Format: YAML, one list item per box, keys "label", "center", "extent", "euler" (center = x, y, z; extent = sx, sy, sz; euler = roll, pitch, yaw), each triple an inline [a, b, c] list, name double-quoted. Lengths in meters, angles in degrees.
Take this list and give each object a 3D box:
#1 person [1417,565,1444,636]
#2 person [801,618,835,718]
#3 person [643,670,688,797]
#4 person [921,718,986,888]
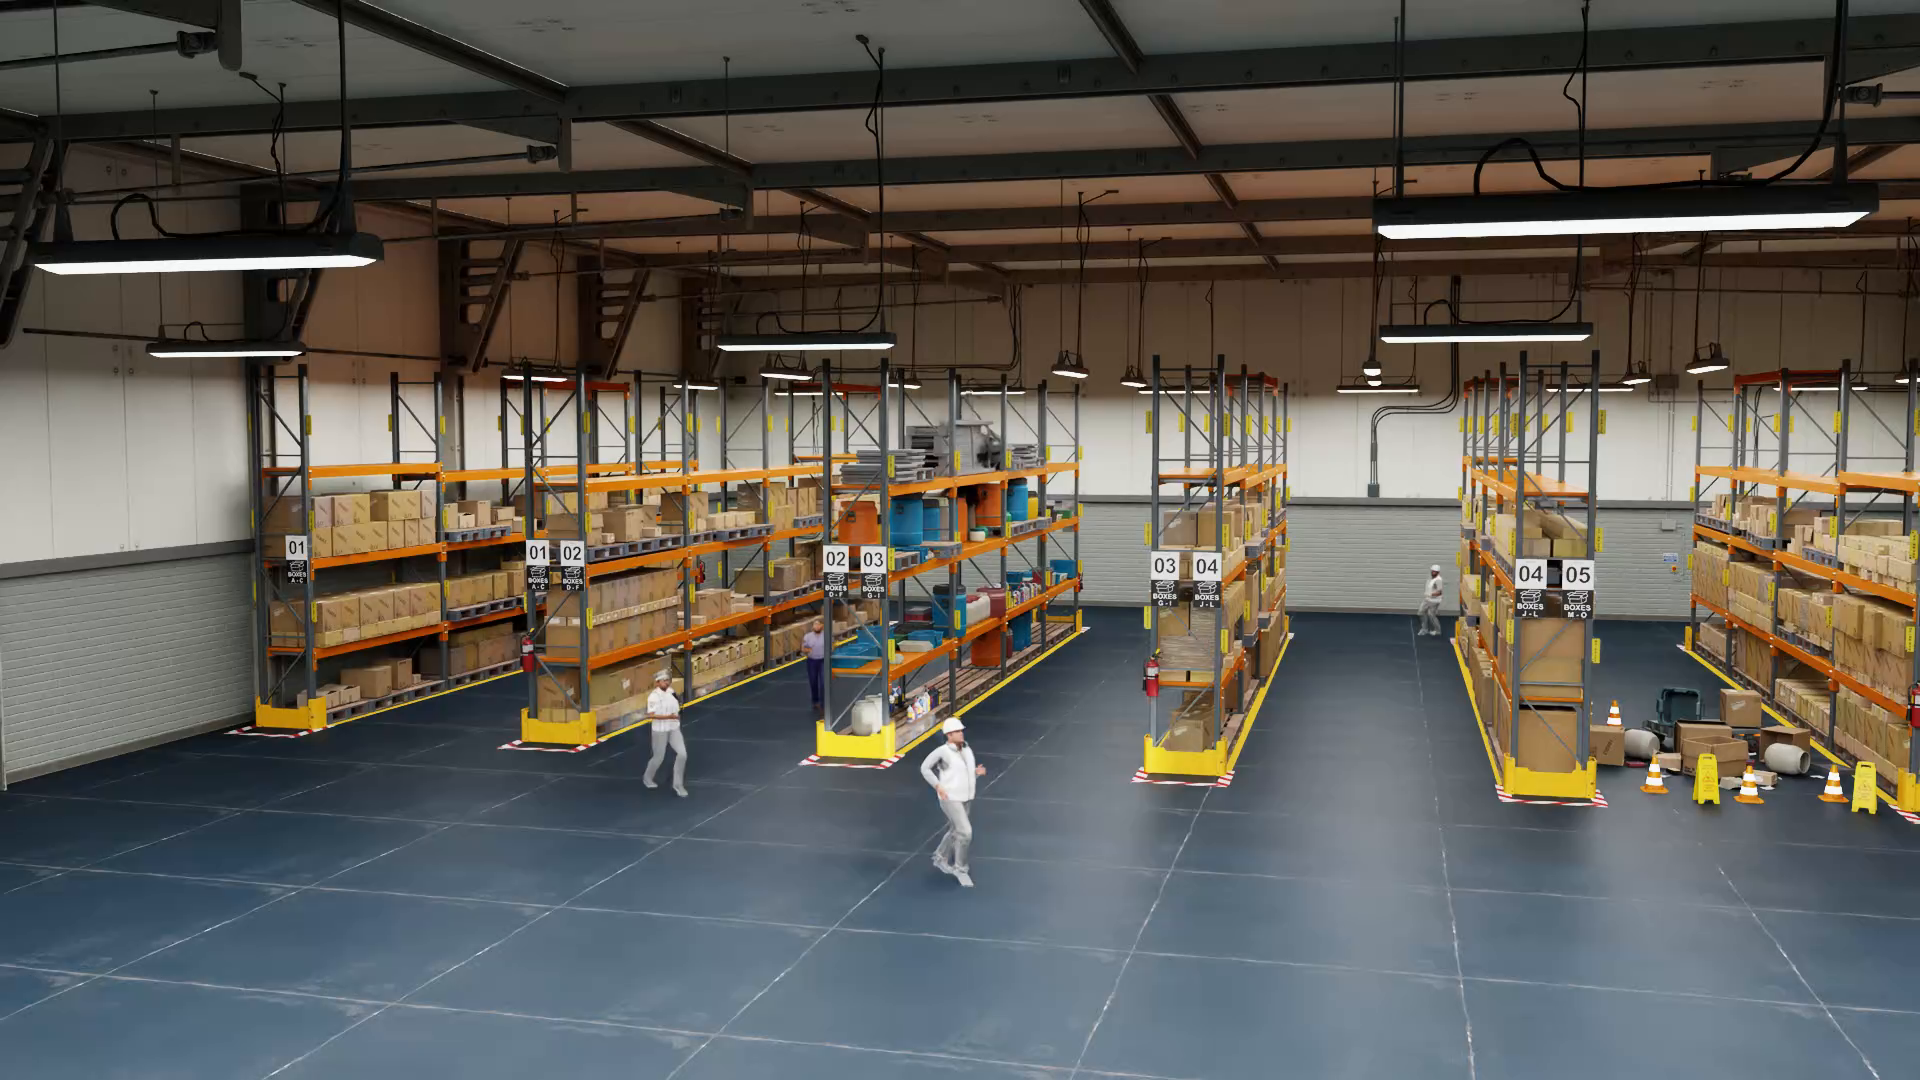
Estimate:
- label: "person"
  center: [11.193, 1.446, 39.285]
  extent: [0.579, 1.765, 0.782]
  euler: [-1, 4, -12]
- label: "person"
  center: [-2.461, 2.192, 28.778]
  extent: [0.550, 1.697, 0.802]
  euler: [0, 4, 2]
- label: "person"
  center: [-4.008, 2.617, 22.636]
  extent: [0.582, 1.736, 0.779]
  euler: [-4, 6, -45]
- label: "person"
  center: [-0.040, 2.863, 18.216]
  extent: [0.729, 1.831, 0.639]
  euler: [3, 5, 37]
